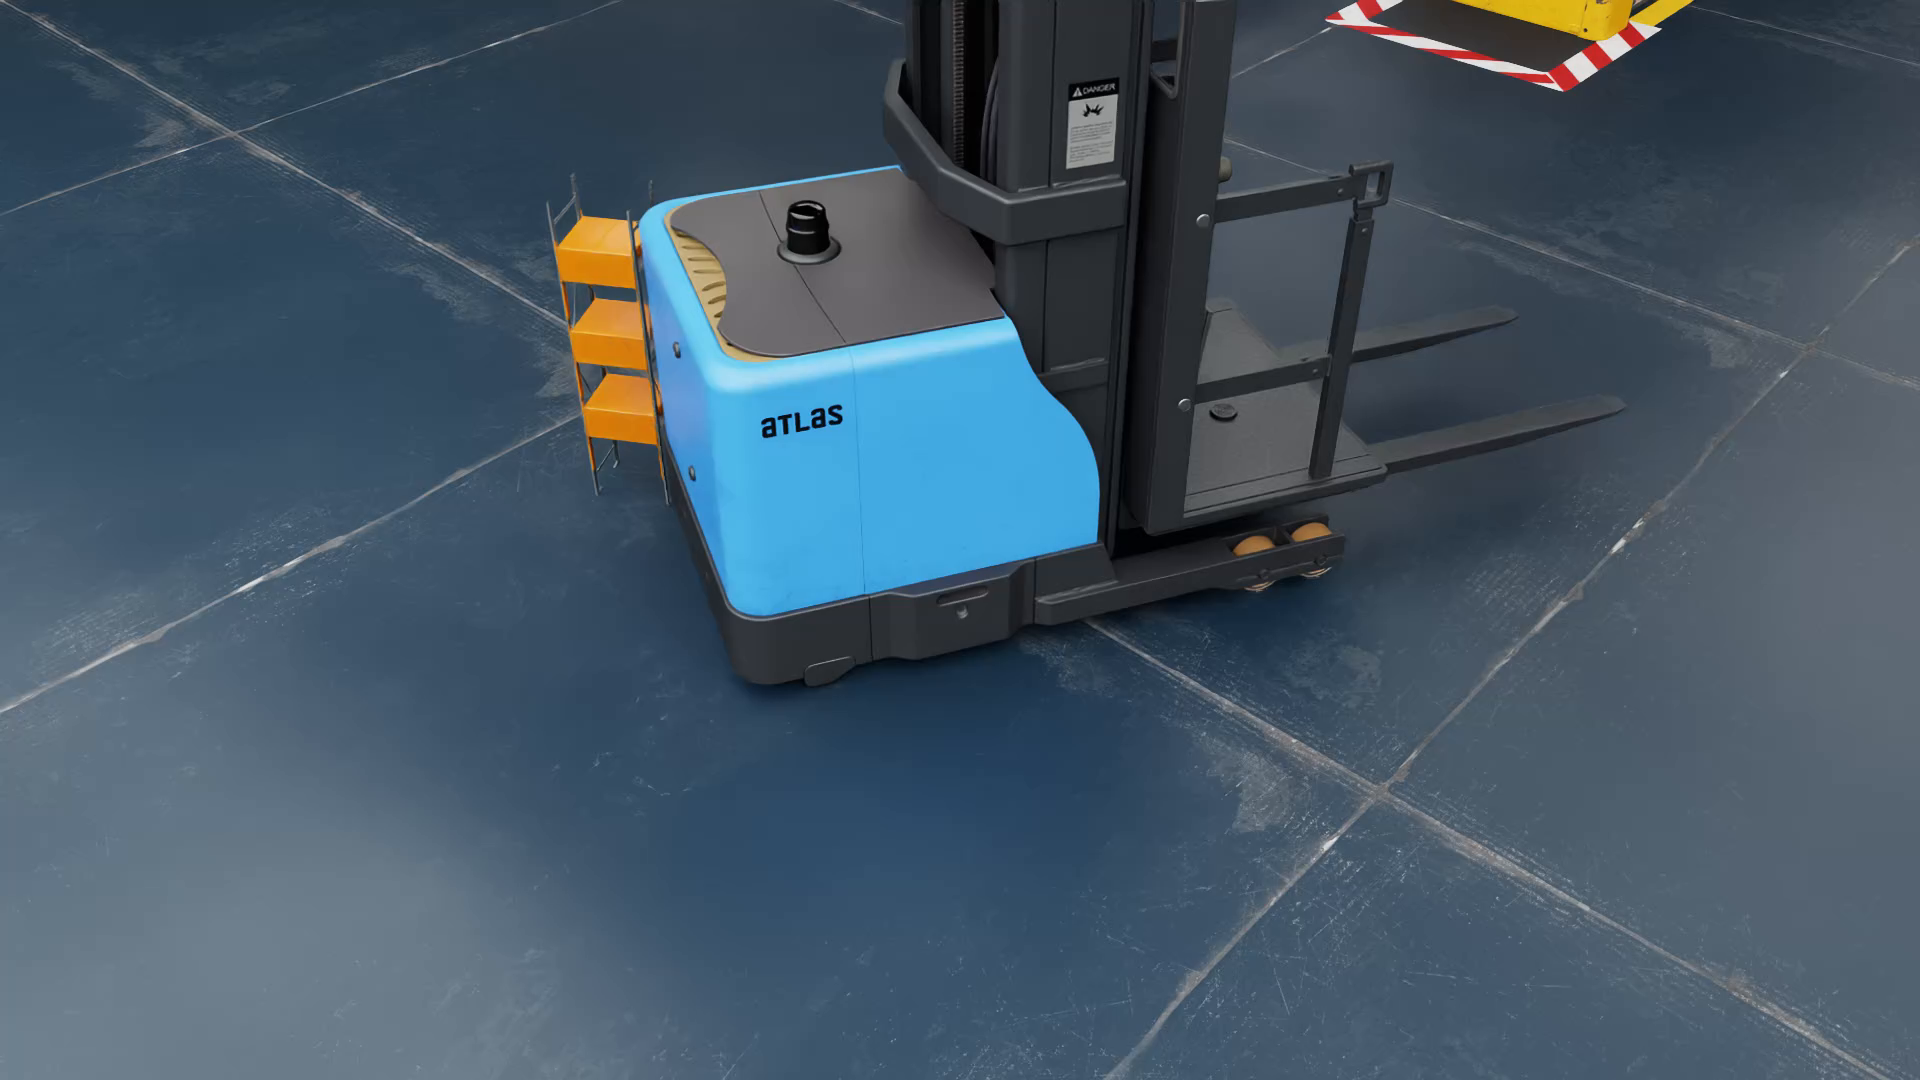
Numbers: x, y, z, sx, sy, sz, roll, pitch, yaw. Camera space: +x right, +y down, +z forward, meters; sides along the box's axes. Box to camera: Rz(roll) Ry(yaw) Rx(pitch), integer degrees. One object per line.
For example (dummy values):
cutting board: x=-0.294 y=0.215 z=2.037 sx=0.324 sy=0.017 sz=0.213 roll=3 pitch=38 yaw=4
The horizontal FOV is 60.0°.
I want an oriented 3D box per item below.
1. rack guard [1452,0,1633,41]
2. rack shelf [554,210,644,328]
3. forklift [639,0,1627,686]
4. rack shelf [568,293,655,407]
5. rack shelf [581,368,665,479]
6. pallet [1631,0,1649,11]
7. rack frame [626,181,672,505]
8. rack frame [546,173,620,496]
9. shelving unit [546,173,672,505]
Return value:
rack guard: x=2.929 y=-3.034 z=8.664 sx=1.175 sy=0.500 sz=0.348 roll=30 pitch=47 yaw=32
rack shelf: x=-1.046 y=-0.814 z=4.992 sx=0.240 sy=0.259 sz=0.215 roll=7 pitch=39 yaw=9
forklift: x=0.647 y=-1.291 z=4.518 sx=3.031 sy=2.935 sz=1.130 roll=-12 pitch=40 yaw=-15
rack shelf: x=-1.046 y=-0.592 z=5.168 sx=0.240 sy=0.259 sz=0.215 roll=7 pitch=39 yaw=9
rack shelf: x=-1.046 y=-0.375 z=5.341 sx=0.240 sy=0.259 sz=0.215 roll=7 pitch=39 yaw=9
pallet: x=3.481 y=-3.292 z=9.220 sx=1.003 sy=0.211 sz=1.213 roll=30 pitch=47 yaw=32
rack frame: x=-0.927 y=-0.585 z=5.142 sx=0.008 sy=1.050 sz=0.200 roll=7 pitch=39 yaw=9
rack frame: x=-1.166 y=-0.616 z=5.181 sx=0.008 sy=1.050 sz=0.200 roll=7 pitch=39 yaw=9
shelving unit: x=-1.046 y=-0.600 z=5.162 sx=0.252 sy=1.050 sz=0.215 roll=7 pitch=39 yaw=9
